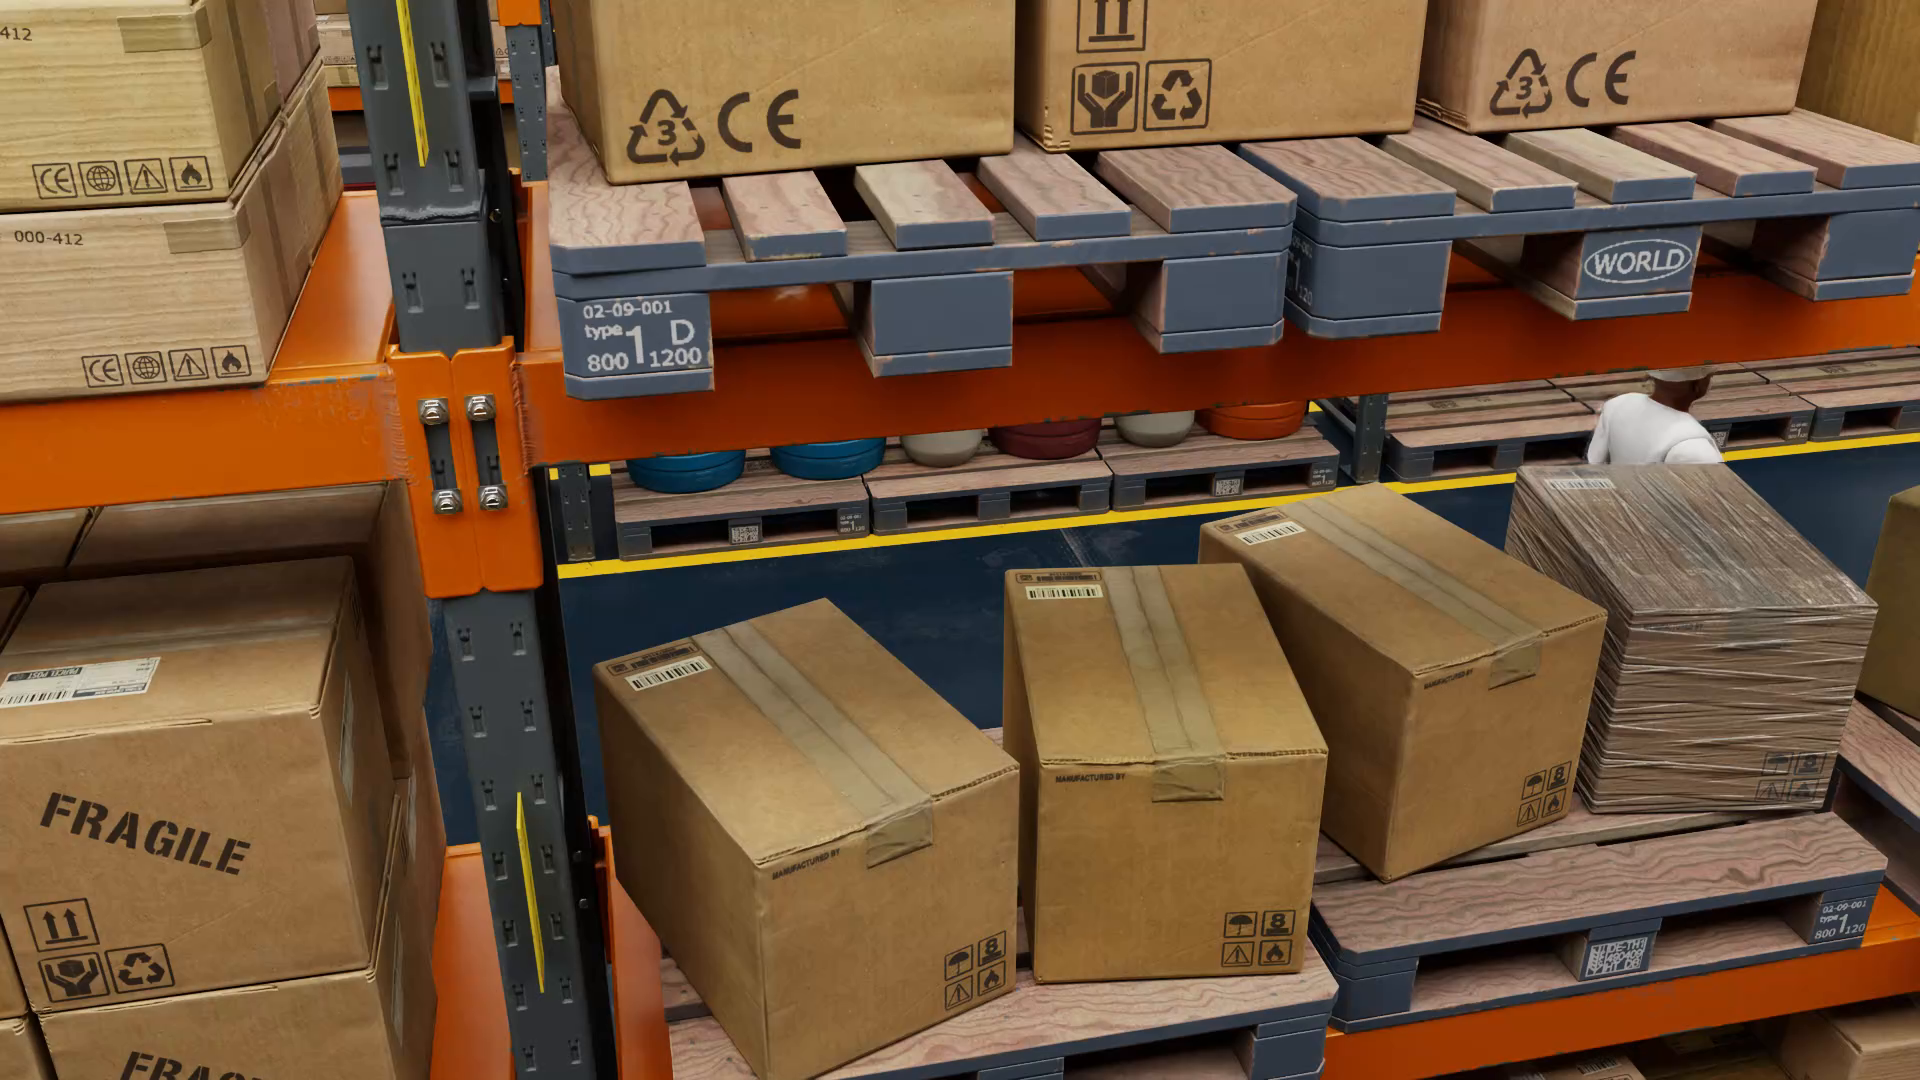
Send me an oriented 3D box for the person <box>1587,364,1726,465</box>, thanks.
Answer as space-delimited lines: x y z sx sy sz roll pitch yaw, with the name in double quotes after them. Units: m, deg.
2.556 0.053 5.951 0.967 1.715 0.566 -2 27 -4 "person"
